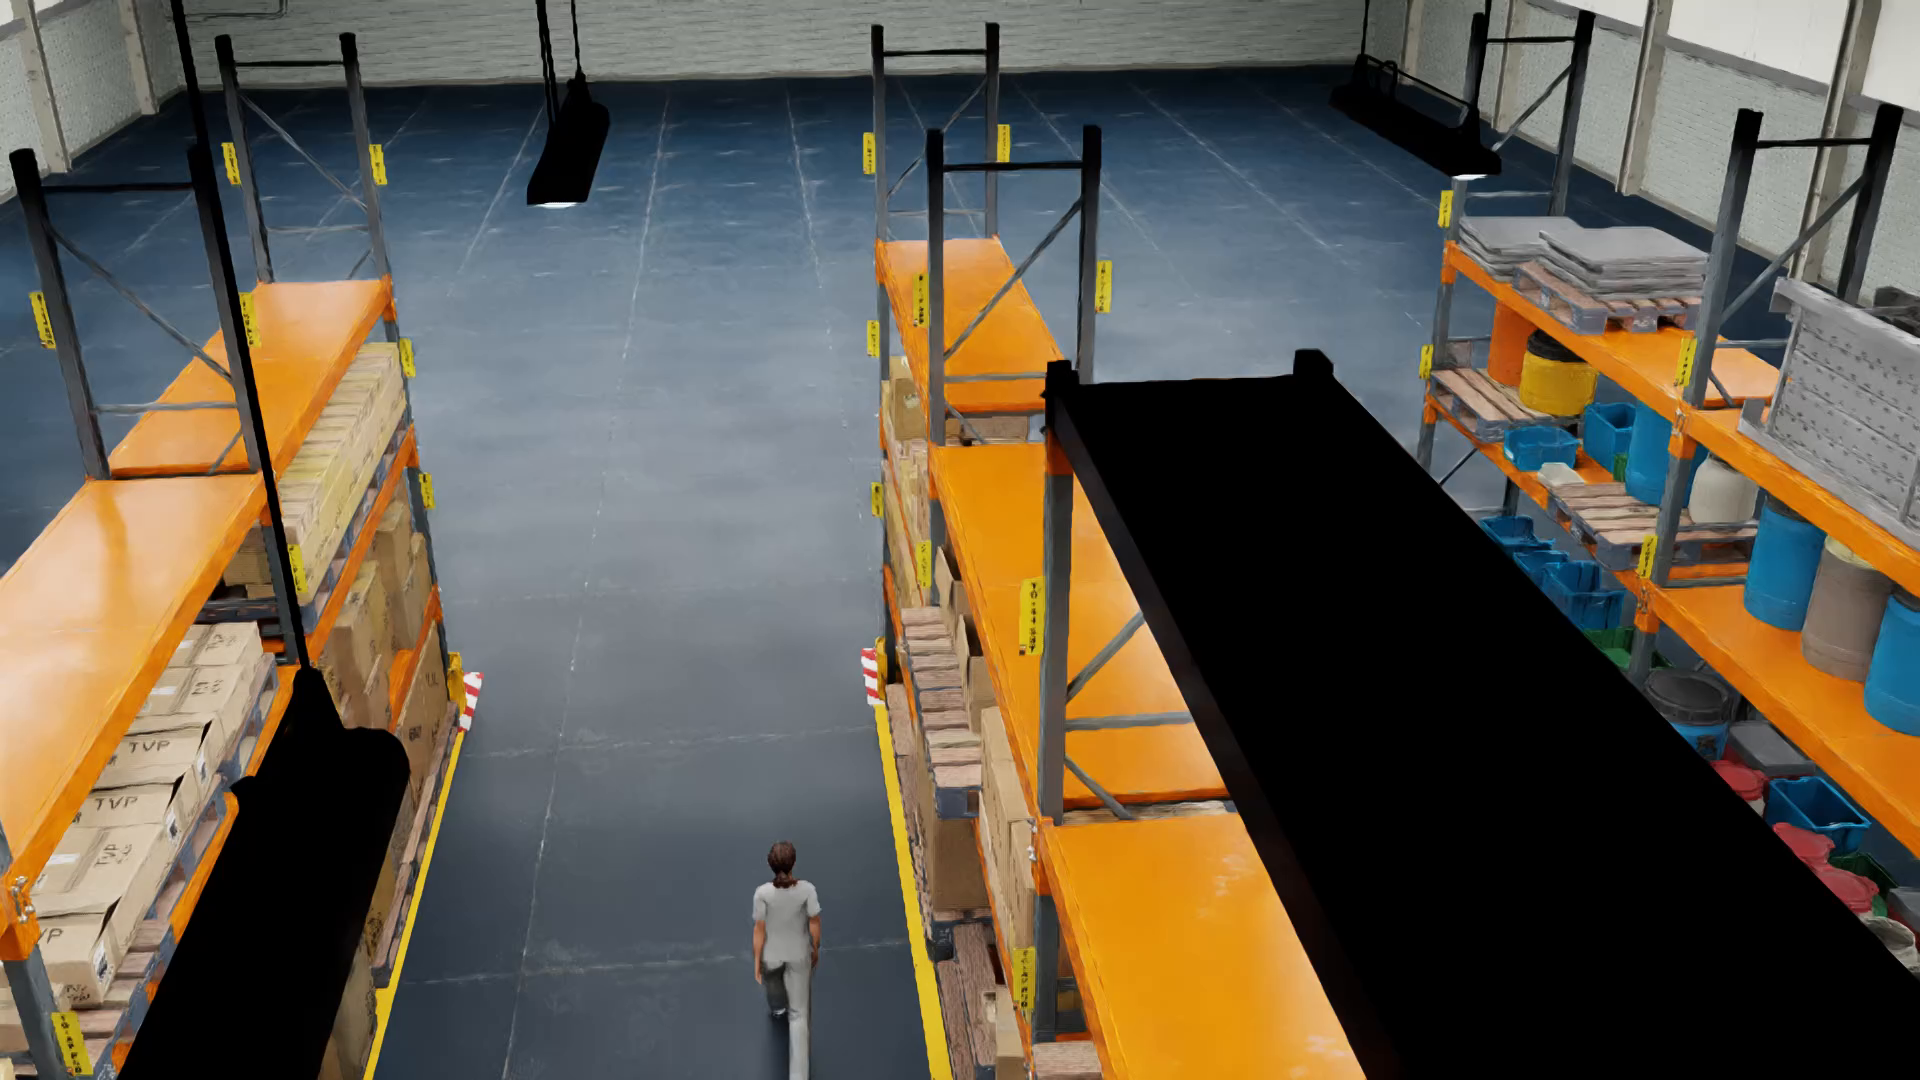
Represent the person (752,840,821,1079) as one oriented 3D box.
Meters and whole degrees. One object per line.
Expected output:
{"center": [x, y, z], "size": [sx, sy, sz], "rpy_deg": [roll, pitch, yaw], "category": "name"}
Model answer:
{"center": [-1.132, 2.690, 10.983], "size": [0.446, 1.588, 1.110], "rpy_deg": [-2, 26, -4], "category": "person"}
